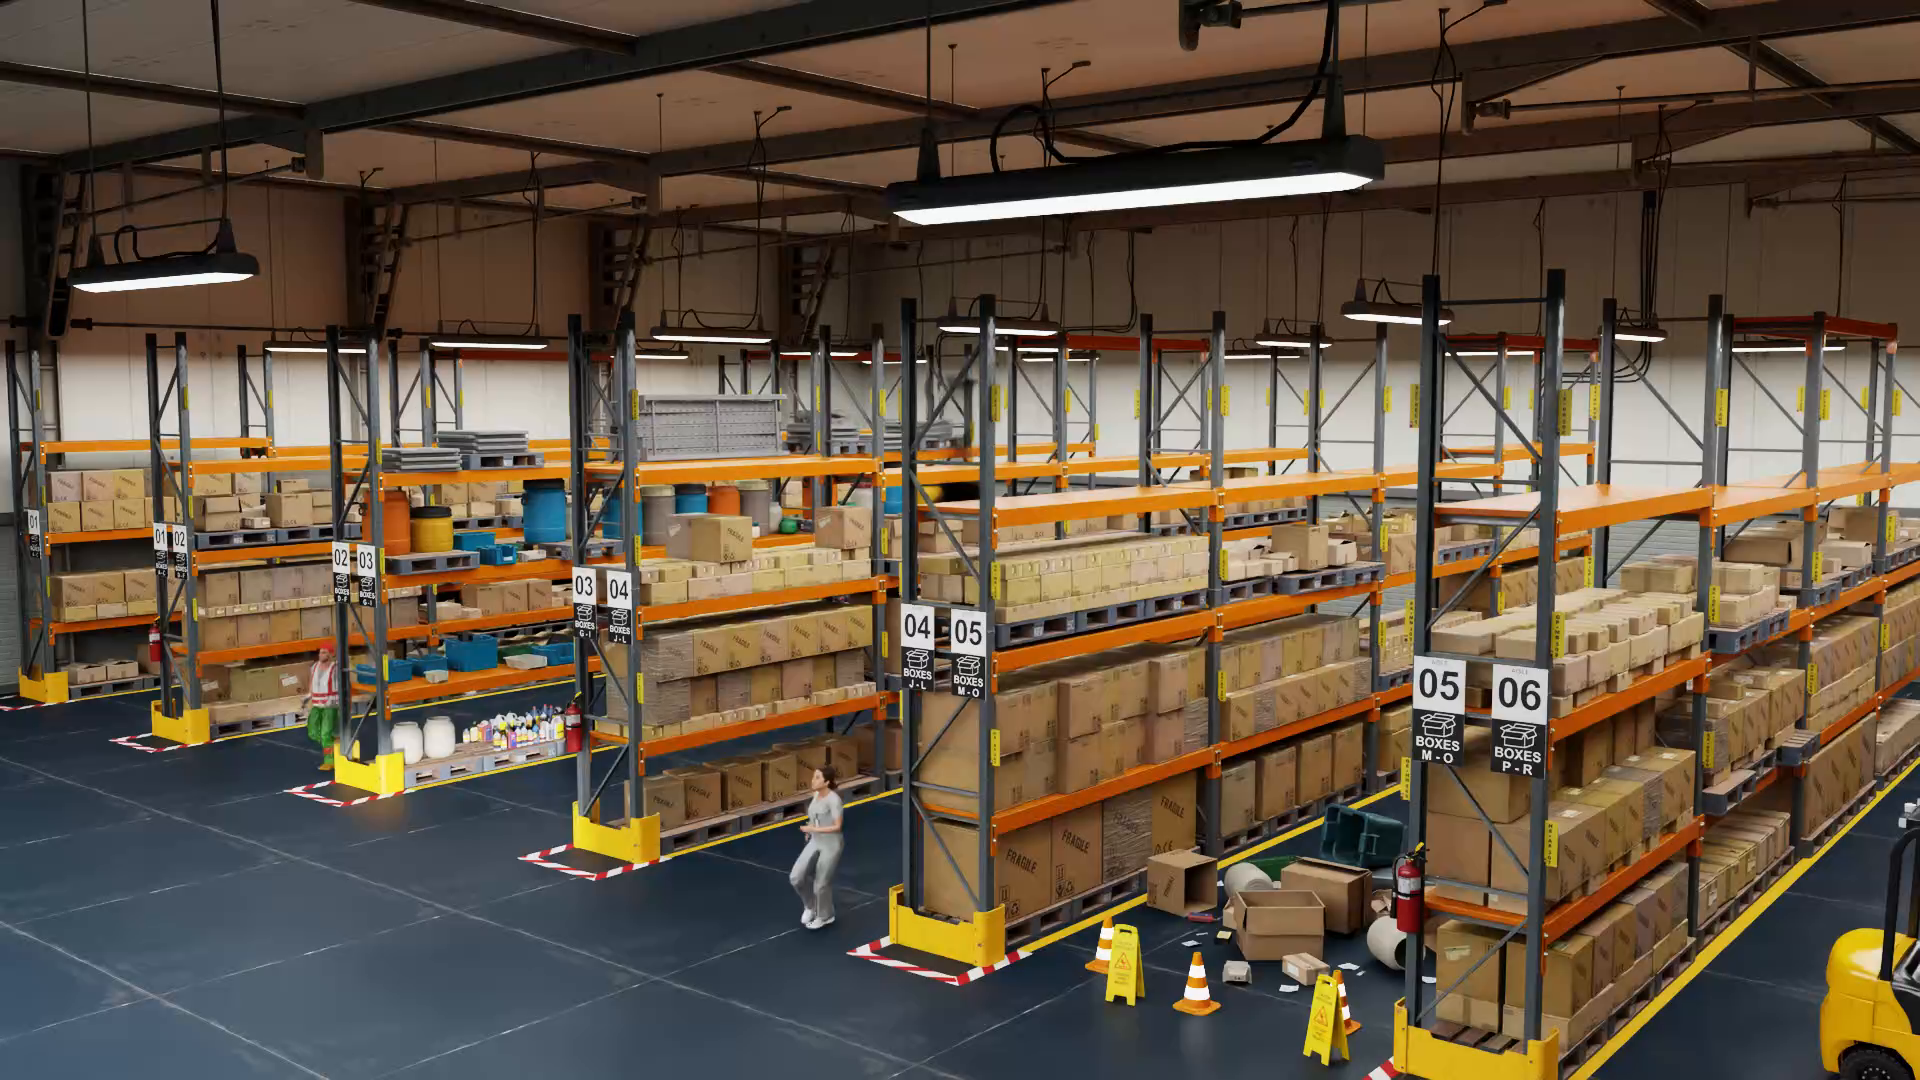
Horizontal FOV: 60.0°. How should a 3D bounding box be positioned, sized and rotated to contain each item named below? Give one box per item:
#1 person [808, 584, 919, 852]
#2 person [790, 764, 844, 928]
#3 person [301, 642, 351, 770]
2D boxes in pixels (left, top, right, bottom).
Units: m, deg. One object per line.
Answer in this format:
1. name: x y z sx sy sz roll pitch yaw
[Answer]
1. person: -0.945 2.045 25.705 9.067 1.697 18.345 3 6 27
2. person: -1.336 2.934 15.826 0.638 1.627 0.590 4 6 36
3. person: -4.696 1.693 29.036 5.031 1.738 14.840 1 5 15
